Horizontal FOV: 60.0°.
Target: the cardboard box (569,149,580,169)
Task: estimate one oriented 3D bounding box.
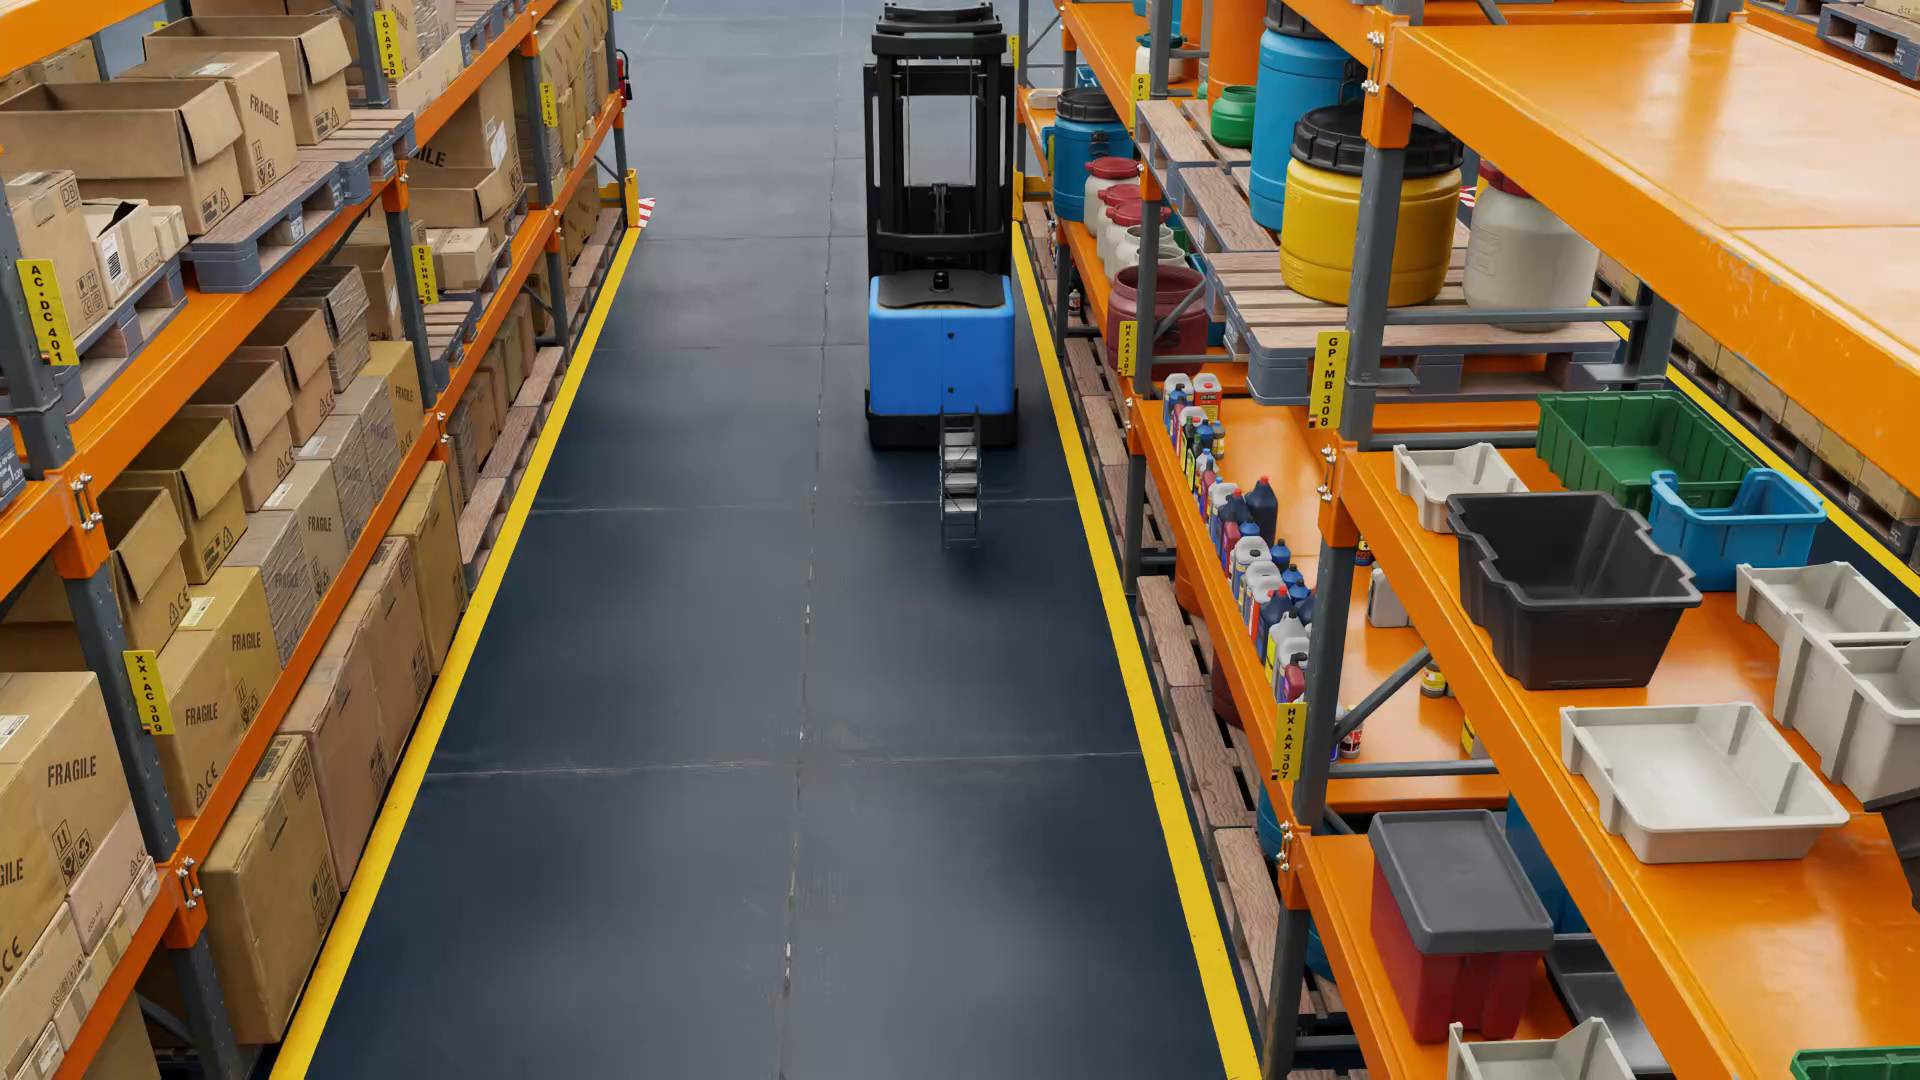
[{"bbox_3d":[-3.405,-3.211,13.935,0.380,0.149,0.250,-1,28,-3],"label":"cardboard box"}]

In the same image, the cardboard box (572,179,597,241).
[{"bbox_3d":[-3.787,-3.115,15.728,0.500,0.500,0.500,6,28,11],"label":"cardboard box"}]

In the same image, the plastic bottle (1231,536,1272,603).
[{"bbox_3d":[1.297,0.131,7.389,0.152,0.276,0.135,-1,28,-3],"label":"plastic bottle"}]

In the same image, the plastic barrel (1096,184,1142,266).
[{"bbox_3d":[1.156,-2.148,11.477,0.433,0.535,0.433,0,28,0],"label":"plastic barrel"}]

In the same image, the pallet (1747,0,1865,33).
[{"bbox_3d":[6.293,-3.829,11.812,0.805,0.209,1.217,-2,28,-5],"label":"pallet"}]

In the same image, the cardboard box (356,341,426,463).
[{"bbox_3d":[-3.177,-0.729,8.796,0.500,0.500,0.500,-1,28,-1],"label":"cardboard box"}]

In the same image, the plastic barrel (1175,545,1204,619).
[{"bbox_3d":[1.539,-0.025,9.446,0.600,0.830,0.708,-1,28,-3],"label":"plastic barrel"}]

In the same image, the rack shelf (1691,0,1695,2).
[{"bbox_3d":[6.130,-4.926,14.485,1.077,0.370,4.000,-1,28,-3],"label":"rack shelf"}]

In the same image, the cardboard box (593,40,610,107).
[{"bbox_3d":[-3.721,-4.295,15.311,0.875,0.500,0.500,-1,28,-3],"label":"cardboard box"}]

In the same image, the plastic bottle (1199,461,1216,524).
[{"bbox_3d":[1.211,-0.232,8.078,0.061,0.283,0.133,-1,28,-3],"label":"plastic bottle"}]

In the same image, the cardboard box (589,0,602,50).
[{"bbox_3d":[-3.560,-4.742,15.087,0.500,0.500,0.500,-1,28,-3],"label":"cardboard box"}]

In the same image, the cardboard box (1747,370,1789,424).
[{"bbox_3d":[6.088,-1.056,12.050,0.500,0.250,0.500,-1,28,-2],"label":"cardboard box"}]

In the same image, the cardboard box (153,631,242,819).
[{"bbox_3d":[-3.016,0.678,6.099,0.500,0.500,0.500,-1,28,-2],"label":"cardboard box"}]

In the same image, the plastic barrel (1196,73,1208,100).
[{"bbox_3d":[1.432,-2.400,9.032,0.294,0.245,0.294,0,28,0],"label":"plastic barrel"}]

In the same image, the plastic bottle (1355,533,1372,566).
[{"bbox_3d":[1.868,-0.020,7.684,0.097,0.271,0.097,0,28,0],"label":"plastic bottle"}]

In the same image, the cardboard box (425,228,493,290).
[{"bbox_3d":[-3.308,-1.806,10.677,0.500,0.250,0.500,-2,28,-4],"label":"cardboard box"}]

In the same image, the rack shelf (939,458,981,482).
[{"bbox_3d":[0.000,-0.445,10.509,0.258,0.077,0.200,-1,28,-3],"label":"rack shelf"}]

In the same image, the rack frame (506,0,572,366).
[{"bbox_3d":[-3.659,-2.754,12.786,1.000,3.000,0.127,-1,28,-3],"label":"rack frame"}]

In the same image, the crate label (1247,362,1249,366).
[{"bbox_3d":[1.848,-1.156,9.903,0.303,0.233,0.416,-1,28,-3],"label":"crate label"}]

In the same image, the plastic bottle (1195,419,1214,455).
[{"bbox_3d":[1.260,-0.495,8.595,0.097,0.271,0.097,0,28,0],"label":"plastic bottle"}]

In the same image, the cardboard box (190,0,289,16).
[{"bbox_3d":[-3.725,-2.717,8.823,0.500,0.500,0.500,-1,28,-1],"label":"cardboard box"}]

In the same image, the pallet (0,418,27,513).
[{"bbox_3d":[-3.209,0.028,4.305,1.003,0.211,1.213,-1,28,-3],"label":"pallet"}]

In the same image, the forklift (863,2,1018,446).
[{"bbox_3d":[-0.157,-2.609,12.583,1.130,2.935,3.031,-1,28,-1],"label":"forklift"}]

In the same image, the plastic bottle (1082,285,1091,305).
[{"bbox_3d":[1.110,-2.188,14.090,0.144,0.351,0.185,-1,28,-3],"label":"plastic bottle"}]

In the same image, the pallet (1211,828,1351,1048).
[{"bbox_3d":[1.706,1.700,7.262,1.003,0.211,1.213,-1,28,-3],"label":"pallet"}]

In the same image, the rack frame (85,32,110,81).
[{"bbox_3d":[-8.826,-4.528,16.188,1.000,3.000,0.127,-1,28,-3],"label":"rack frame"}]

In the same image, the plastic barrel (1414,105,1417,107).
[{"bbox_3d":[1.739,-1.788,7.089,0.433,0.535,0.433,0,28,0],"label":"plastic barrel"}]

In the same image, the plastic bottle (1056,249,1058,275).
[{"bbox_3d":[0.934,-2.464,14.701,0.152,0.276,0.135,-1,28,-2],"label":"plastic bottle"}]

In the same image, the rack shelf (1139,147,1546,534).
[{"bbox_3d":[1.601,-1.114,7.176,1.077,0.370,4.000,-1,28,-3],"label":"rack shelf"}]

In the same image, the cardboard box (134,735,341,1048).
[{"bbox_3d":[-3.295,1.401,6.663,1.225,0.875,0.875,-1,28,-2],"label":"cardboard box"}]

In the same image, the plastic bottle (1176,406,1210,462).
[{"bbox_3d":[1.220,-0.550,8.695,0.152,0.276,0.135,-1,28,-3],"label":"plastic bottle"}]

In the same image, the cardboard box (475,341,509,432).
[{"bbox_3d":[-3.613,-1.077,11.800,0.700,0.500,0.500,-4,28,-7],"label":"cardboard box"}]

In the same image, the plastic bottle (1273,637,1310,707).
[{"bbox_3d":[1.342,0.533,6.618,0.152,0.276,0.135,-1,28,-3],"label":"plastic bottle"}]

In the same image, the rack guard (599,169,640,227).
[{"bbox_3d":[-3.864,-3.458,16.839,1.175,0.500,0.348,-1,28,-3],"label":"rack guard"}]

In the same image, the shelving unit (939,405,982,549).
[{"bbox_3d":[0.000,-0.395,10.535,0.258,0.900,0.210,-1,28,-3],"label":"shelving unit"}]

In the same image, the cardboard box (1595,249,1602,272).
[{"bbox_3d":[5.934,-2.629,15.066,0.500,0.250,0.500,-1,28,-3],"label":"cardboard box"}]

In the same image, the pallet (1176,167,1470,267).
[{"bbox_3d":[1.504,-1.309,6.976,1.003,0.211,1.213,-1,28,-3],"label":"pallet"}]

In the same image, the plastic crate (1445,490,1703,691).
[{"bbox_3d":[1.496,0.129,4.156,0.497,0.269,0.590,-1,28,-3],"label":"plastic crate"}]

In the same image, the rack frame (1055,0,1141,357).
[{"bbox_3d":[1.287,-2.873,13.016,1.000,3.000,0.127,-1,28,-3],"label":"rack frame"}]

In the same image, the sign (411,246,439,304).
[{"bbox_3d":[-2.896,-1.435,9.006,0.100,0.325,0.005,-1,28,-3],"label":"sign"}]

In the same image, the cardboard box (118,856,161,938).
[{"bbox_3d":[-2.898,1.185,5.506,0.380,0.149,0.250,-1,28,-2],"label":"cardboard box"}]

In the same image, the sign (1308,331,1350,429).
[{"bbox_3d":[1.156,-0.500,5.213,0.100,0.325,0.005,-1,28,-3],"label":"sign"}]

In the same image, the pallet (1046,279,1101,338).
[{"bbox_3d":[1.294,-1.948,14.257,1.003,0.211,1.213,-1,28,-3],"label":"pallet"}]

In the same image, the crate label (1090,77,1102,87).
[{"bbox_3d":[1.445,-3.893,14.932,0.502,0.435,0.616,-1,28,-3],"label":"crate label"}]

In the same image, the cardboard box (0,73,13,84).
[{"bbox_3d":[-8.674,-4.146,14.125,0.875,0.550,0.500,-1,28,-3],"label":"cardboard box"}]

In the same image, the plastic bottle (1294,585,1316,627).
[{"bbox_3d":[1.464,0.337,6.913,0.144,0.351,0.185,-1,28,-3],"label":"plastic bottle"}]

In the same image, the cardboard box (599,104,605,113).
[{"bbox_3d":[-3.570,-4.133,15.703,0.380,0.149,0.250,-1,28,-3],"label":"cardboard box"}]

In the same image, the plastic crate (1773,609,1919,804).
[{"bbox_3d":[2.106,0.360,3.701,0.437,0.282,0.530,-1,28,-3],"label":"plastic crate"}]

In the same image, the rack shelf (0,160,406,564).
[{"bbox_3d":[-3.346,-0.994,6.946,1.077,0.370,4.000,-1,28,-3],"label":"rack shelf"}]

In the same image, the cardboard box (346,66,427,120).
[{"bbox_3d":[-3.220,-2.393,9.014,0.500,0.250,0.500,-1,28,-2],"label":"cardboard box"}]

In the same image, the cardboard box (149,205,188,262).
[{"bbox_3d":[-3.169,-1.155,6.296,0.380,0.149,0.250,-2,28,-5],"label":"cardboard box"}]

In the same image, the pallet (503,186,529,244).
[{"bbox_3d":[-3.764,-2.312,12.147,1.003,0.211,1.213,-1,28,-3],"label":"pallet"}]

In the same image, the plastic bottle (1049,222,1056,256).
[{"bbox_3d":[0.855,-2.762,15.263,0.061,0.283,0.133,-1,28,-2],"label":"plastic bottle"}]
